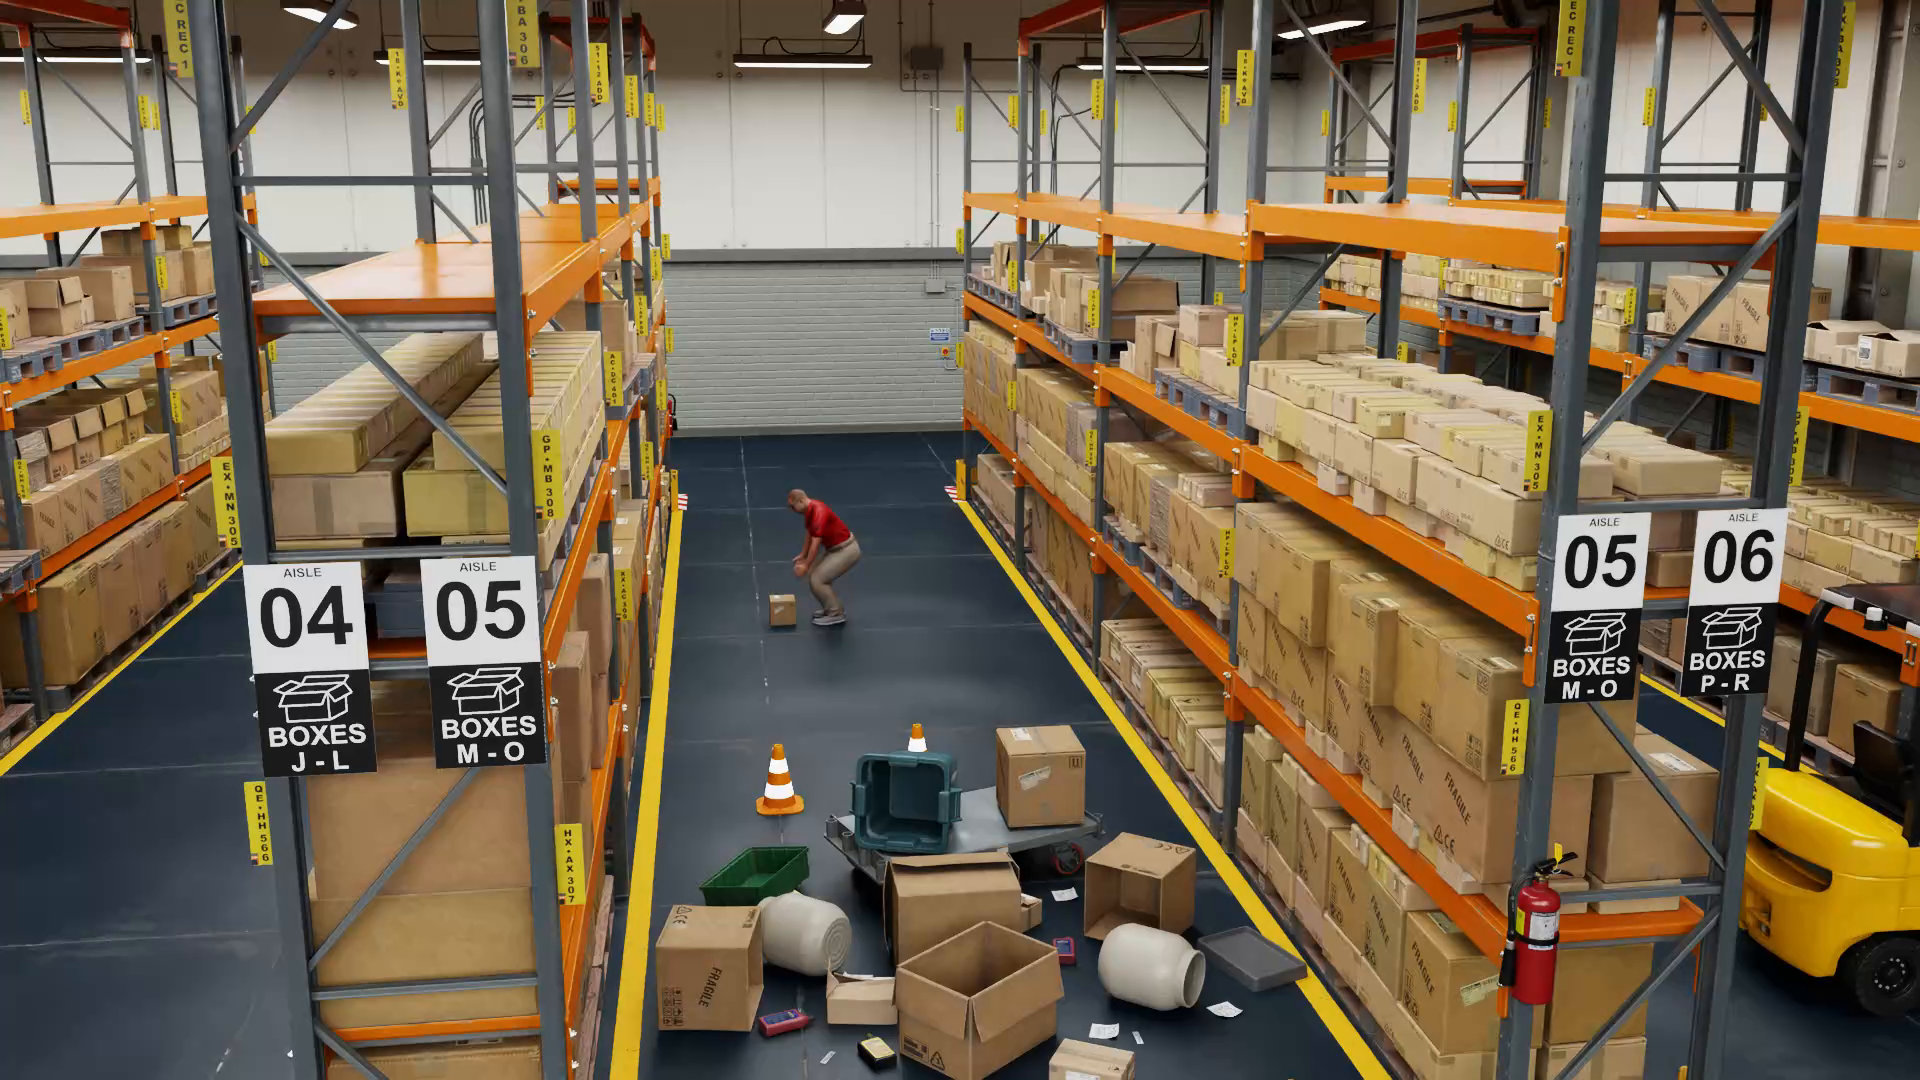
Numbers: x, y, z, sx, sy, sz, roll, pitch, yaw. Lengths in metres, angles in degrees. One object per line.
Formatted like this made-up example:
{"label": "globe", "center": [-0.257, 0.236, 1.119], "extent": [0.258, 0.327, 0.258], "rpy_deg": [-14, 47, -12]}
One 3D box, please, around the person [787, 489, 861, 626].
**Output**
{"label": "person", "center": [-1.356, 0.152, 16.654], "extent": [0.725, 1.379, 0.590], "rpy_deg": [-2, 13, -8]}
